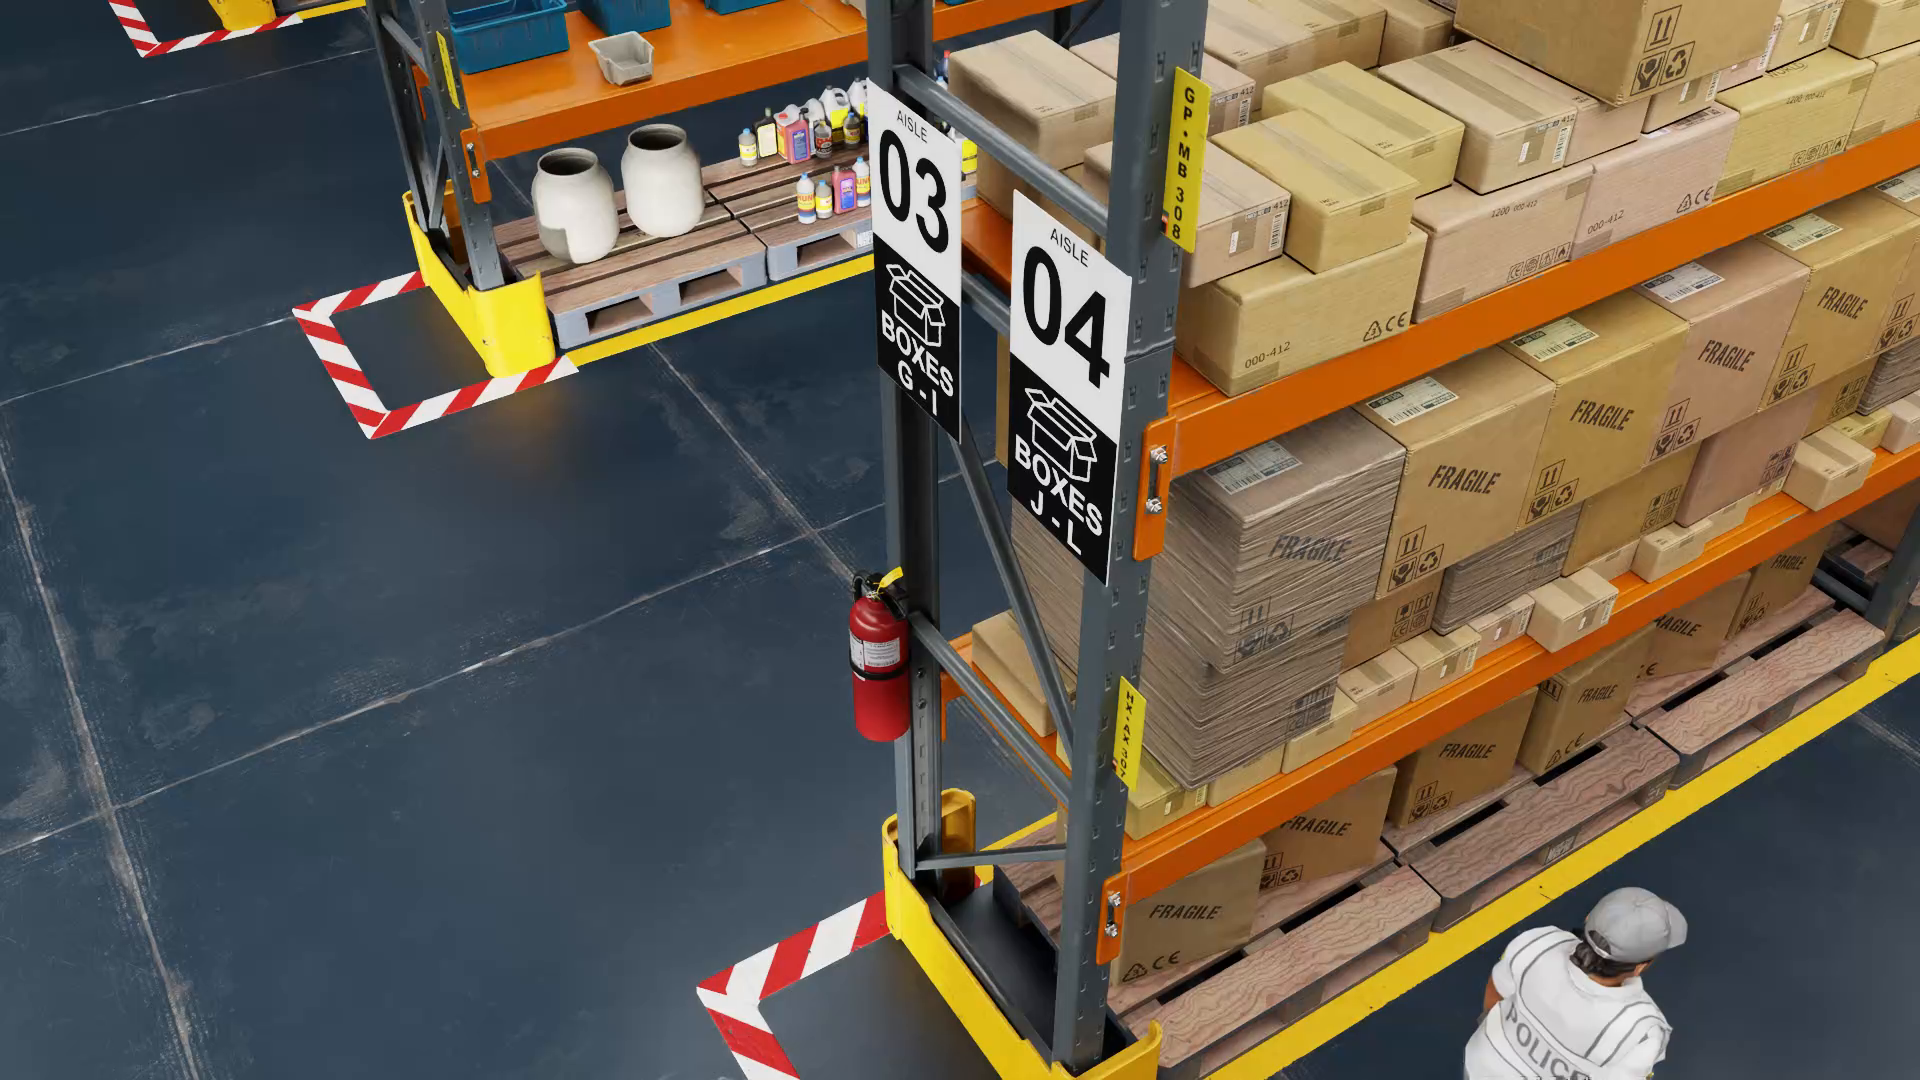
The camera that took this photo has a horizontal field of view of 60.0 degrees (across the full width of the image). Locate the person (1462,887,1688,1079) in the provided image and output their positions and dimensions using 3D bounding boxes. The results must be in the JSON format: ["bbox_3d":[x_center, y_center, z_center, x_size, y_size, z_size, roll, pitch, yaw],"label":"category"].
[{"bbox_3d":[1.603,1.447,4.473,0.723,1.643,0.501,-26,47,-26],"label":"person"}]
